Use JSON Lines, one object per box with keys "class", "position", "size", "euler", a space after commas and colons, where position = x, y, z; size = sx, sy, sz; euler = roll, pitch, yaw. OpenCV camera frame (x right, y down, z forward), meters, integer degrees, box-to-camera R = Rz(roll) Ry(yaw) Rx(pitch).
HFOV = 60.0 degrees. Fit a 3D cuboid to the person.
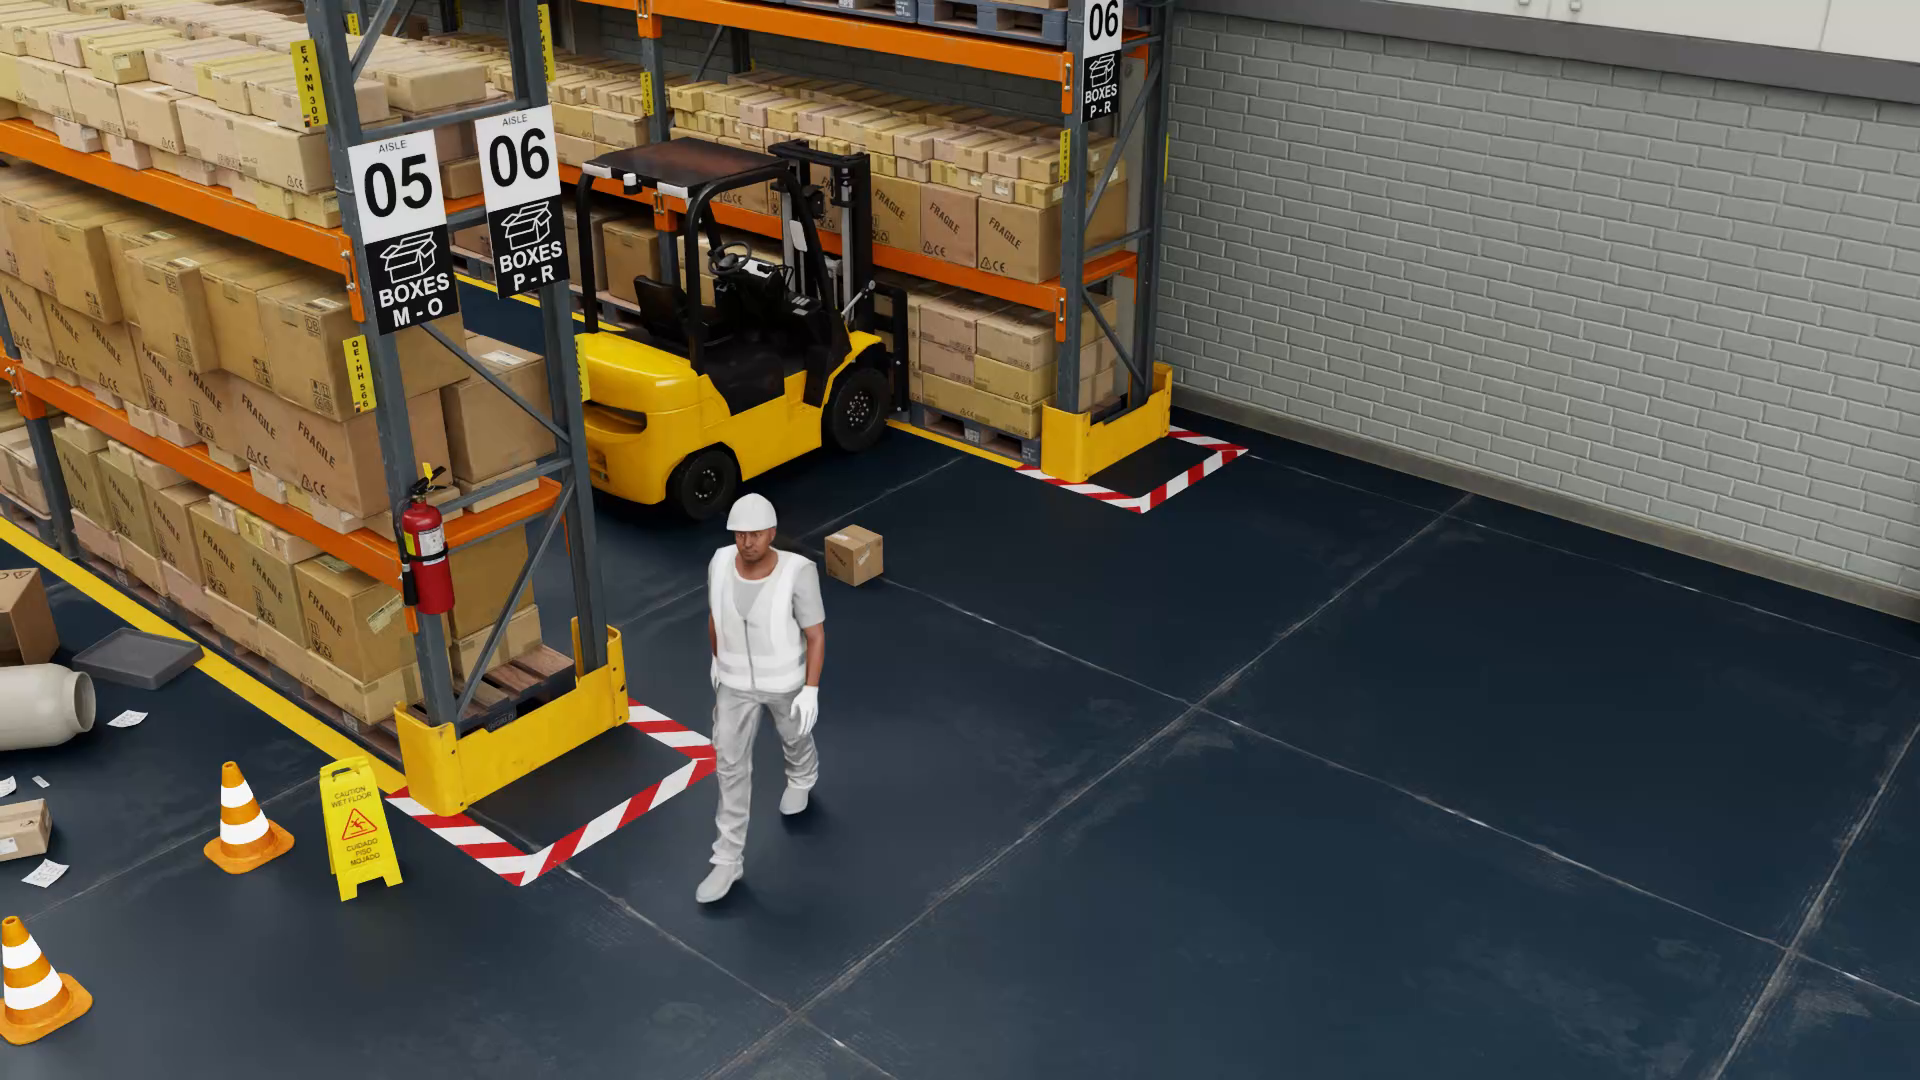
{"class": "person", "position": [-0.888, 0.640, 7.314], "size": [0.597, 1.727, 1.003], "euler": [5, 28, 10]}
